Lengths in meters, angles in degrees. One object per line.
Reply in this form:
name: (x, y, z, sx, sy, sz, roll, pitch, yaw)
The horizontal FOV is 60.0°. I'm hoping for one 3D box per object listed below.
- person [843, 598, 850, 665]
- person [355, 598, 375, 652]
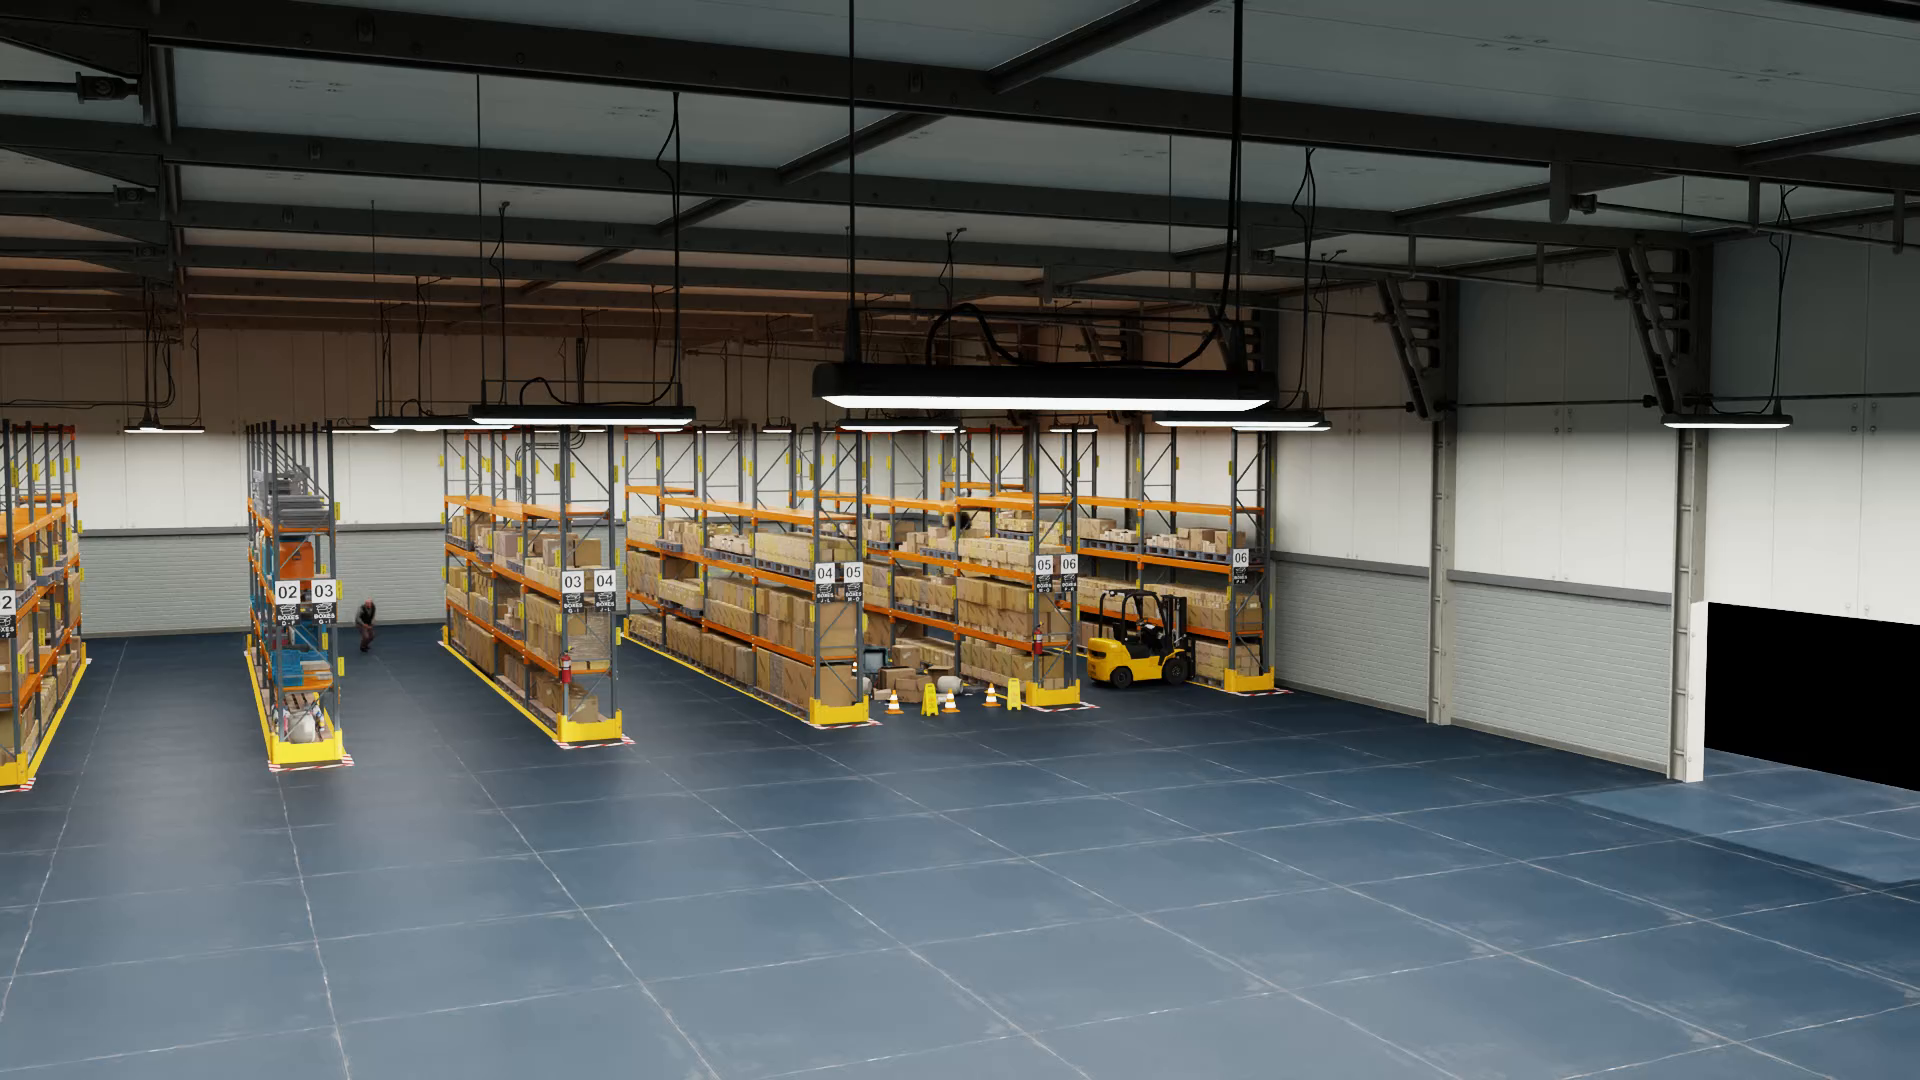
person: (-2.796, 2.311, 41.381, 0.765, 1.717, 0.666, 0, 4, 4)
person: (-15.706, 2.243, 43.960, 0.869, 1.467, 0.737, 2, 4, 32)
